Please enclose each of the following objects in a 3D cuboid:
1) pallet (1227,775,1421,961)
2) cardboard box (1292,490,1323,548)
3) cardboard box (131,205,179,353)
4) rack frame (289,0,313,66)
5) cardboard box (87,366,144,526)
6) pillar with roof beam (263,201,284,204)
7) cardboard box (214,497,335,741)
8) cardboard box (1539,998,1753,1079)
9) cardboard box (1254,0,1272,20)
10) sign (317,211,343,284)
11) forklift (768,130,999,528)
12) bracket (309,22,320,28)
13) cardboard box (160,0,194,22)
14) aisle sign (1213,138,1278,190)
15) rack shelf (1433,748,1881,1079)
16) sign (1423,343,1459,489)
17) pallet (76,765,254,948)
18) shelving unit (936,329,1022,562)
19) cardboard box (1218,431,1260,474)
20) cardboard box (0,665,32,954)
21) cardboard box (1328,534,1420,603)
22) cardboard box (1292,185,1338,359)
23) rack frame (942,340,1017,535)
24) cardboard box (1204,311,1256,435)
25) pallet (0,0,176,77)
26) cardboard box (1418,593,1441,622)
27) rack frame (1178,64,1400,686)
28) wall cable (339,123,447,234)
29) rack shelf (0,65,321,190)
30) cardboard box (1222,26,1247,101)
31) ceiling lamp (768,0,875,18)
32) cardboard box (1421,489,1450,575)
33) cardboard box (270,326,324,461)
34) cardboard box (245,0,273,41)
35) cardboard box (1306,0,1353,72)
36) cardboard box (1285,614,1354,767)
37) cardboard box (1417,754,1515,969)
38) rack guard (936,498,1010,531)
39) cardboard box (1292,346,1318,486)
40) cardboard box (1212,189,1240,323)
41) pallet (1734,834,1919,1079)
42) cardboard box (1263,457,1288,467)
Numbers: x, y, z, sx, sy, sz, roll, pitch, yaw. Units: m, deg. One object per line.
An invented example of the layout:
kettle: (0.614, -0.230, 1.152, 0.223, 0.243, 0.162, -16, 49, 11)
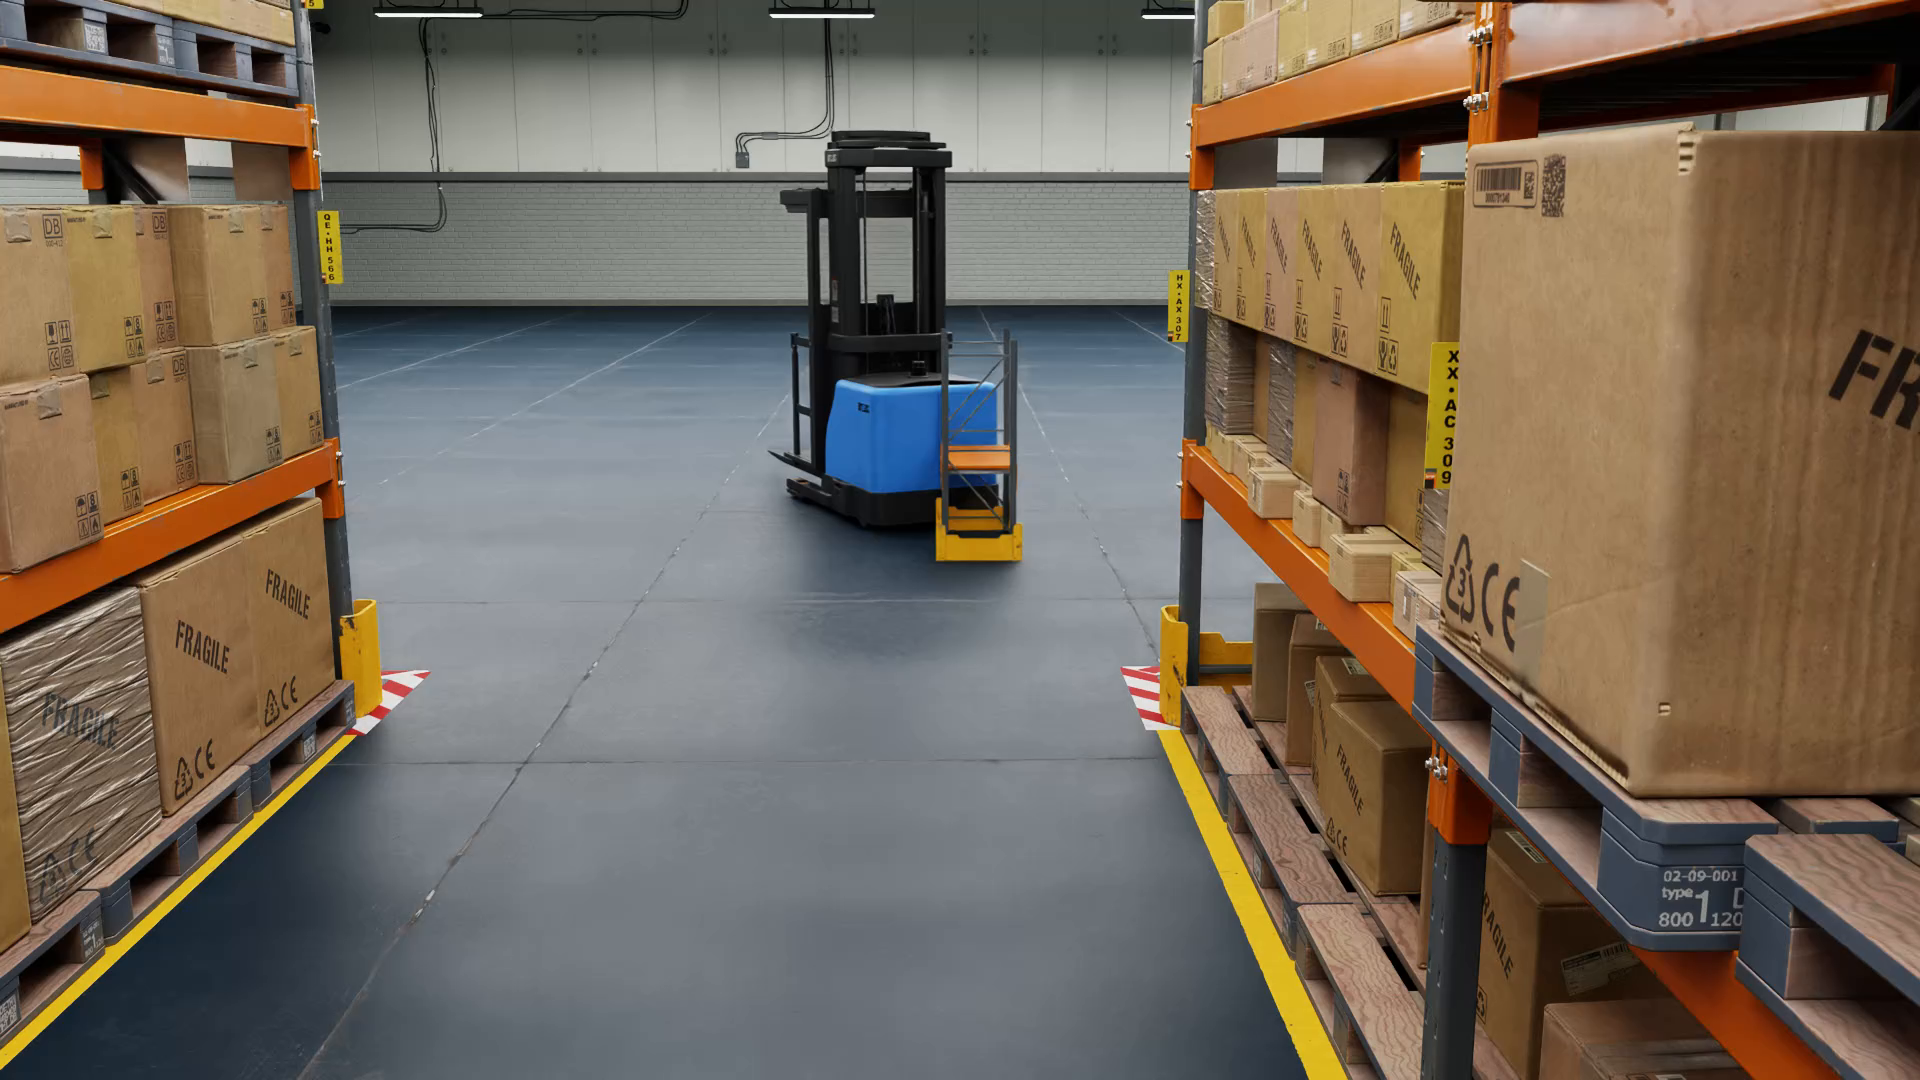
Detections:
pallet: (1.553, 1.136, 5.929, 1.003, 0.211, 1.213, 0, 11, -1)
cardboard box: (1.316, -0.071, 5.495, 0.380, 0.149, 0.250, 0, 11, -1)
cardboard box: (-3.465, -0.957, 6.138, 0.875, 0.550, 0.550, 0, 11, -1)
rack frame: (-3.413, -3.589, 7.117, 1.000, 3.000, 0.127, 0, 11, -1)
cardboard box: (-3.389, -0.323, 5.728, 0.875, 0.550, 0.500, 0, 11, -1)
pillar with roof beam: (-10.525, -9.367, 35.595, 9.100, 9.000, 0.548, 0, 11, -1)
cardboard box: (-3.333, 0.321, 7.220, 0.875, 0.875, 0.875, 0, 11, -1)
cardboard box: (1.621, 1.277, 3.398, 0.700, 0.500, 0.500, -1, 12, -6)
cardboard box: (1.294, -1.981, 6.110, 0.380, 0.149, 0.250, 0, 11, -1)
sign: (-2.871, -1.332, 7.572, 0.100, 0.325, 0.005, 0, 11, -1)
forklift: (-0.783, -1.780, 13.461, 1.130, 2.935, 3.031, -5, 13, -24)
bracket: (-14.520, -11.551, 37.307, 0.076, 0.066, 3.189, 0, 11, -1)
cardboard box: (-3.047, -1.984, 6.072, 0.380, 0.149, 0.250, 0, 11, -2)
aisle sign: (1.246, -1.934, 7.511, 0.394, 0.787, 0.004, 0, 11, -1)
rack shelf: (1.672, 0.896, 1.908, 1.077, 0.370, 4.000, 0, 11, -1)
sign: (1.088, -0.275, 3.691, 0.100, 0.325, 0.005, 0, 11, -1)
pallet: (-3.296, 1.118, 6.017, 1.003, 0.211, 1.213, 0, 11, -1)
shelving unit: (0.122, -0.696, 11.718, 0.587, 1.500, 1.083, 0, 11, -1)
cardboard box: (1.291, -0.369, 6.965, 0.380, 0.149, 0.250, 0, 11, -1)
cardboard box: (-3.274, 0.856, 4.581, 0.875, 0.875, 0.875, 0, 11, 0)
cardboard box: (1.275, 0.079, 4.759, 0.380, 0.149, 0.250, 0, 11, -1)
cardboard box: (1.325, -0.826, 5.072, 0.500, 0.500, 0.500, 0, 11, -1)
rack frame: (0.131, -0.597, 11.229, 0.500, 1.500, 0.032, 0, 11, -1)
cardboard box: (1.532, -0.735, 7.136, 0.875, 0.500, 0.500, 0, 11, -1)
pallet: (-3.359, -1.685, 5.499, 1.003, 0.211, 1.213, 0, 11, -1)
cardboard box: (1.332, 0.227, 4.025, 0.380, 0.149, 0.250, 0, 11, -1)
rack frame: (1.548, -0.649, 7.715, 1.000, 3.000, 0.127, 0, 11, -1)
wall cable: (-13.568, -8.418, 38.730, 3.097, 2.526, 0.112, 0, 11, -1)
rack shelf: (-3.372, -1.369, 5.527, 1.077, 0.370, 4.000, 0, 11, -1)
cardboard box: (1.316, -1.846, 6.449, 0.500, 0.250, 0.500, 0, 11, -2)
ceiling lamp: (-2.613, -11.491, 31.387, 2.000, 3.185, 0.800, 0, 11, -1)
cardboard box: (1.683, -0.139, 4.198, 0.875, 0.500, 0.500, 0, 11, -1)
cardboard box: (-3.360, -0.649, 7.336, 0.875, 0.550, 0.550, 0, 11, -1)
cardboard box: (-3.063, -2.136, 6.823, 0.380, 0.149, 0.250, 0, 11, -1)
cardboard box: (1.344, -1.545, 4.965, 0.500, 0.250, 0.500, 0, 11, -2)
cardboard box: (1.590, 0.613, 6.725, 0.500, 0.500, 0.500, 3, 12, 14)
cardboard box: (1.643, 0.972, 4.956, 0.500, 0.500, 0.500, 4, 12, 17)
rack guard: (0.113, -0.183, 12.330, 0.587, 0.250, 0.087, 0, 11, -1)
cardboard box: (1.628, -0.437, 5.668, 0.875, 0.500, 0.500, 0, 11, -1)
cardboard box: (1.290, -1.124, 6.542, 0.500, 0.500, 0.500, 0, 11, -1)
pallet: (1.631, 0.642, 1.834, 1.003, 0.211, 1.213, 0, 11, -1)
cardboard box: (1.348, -0.220, 6.231, 0.380, 0.149, 0.250, 0, 11, -1)
